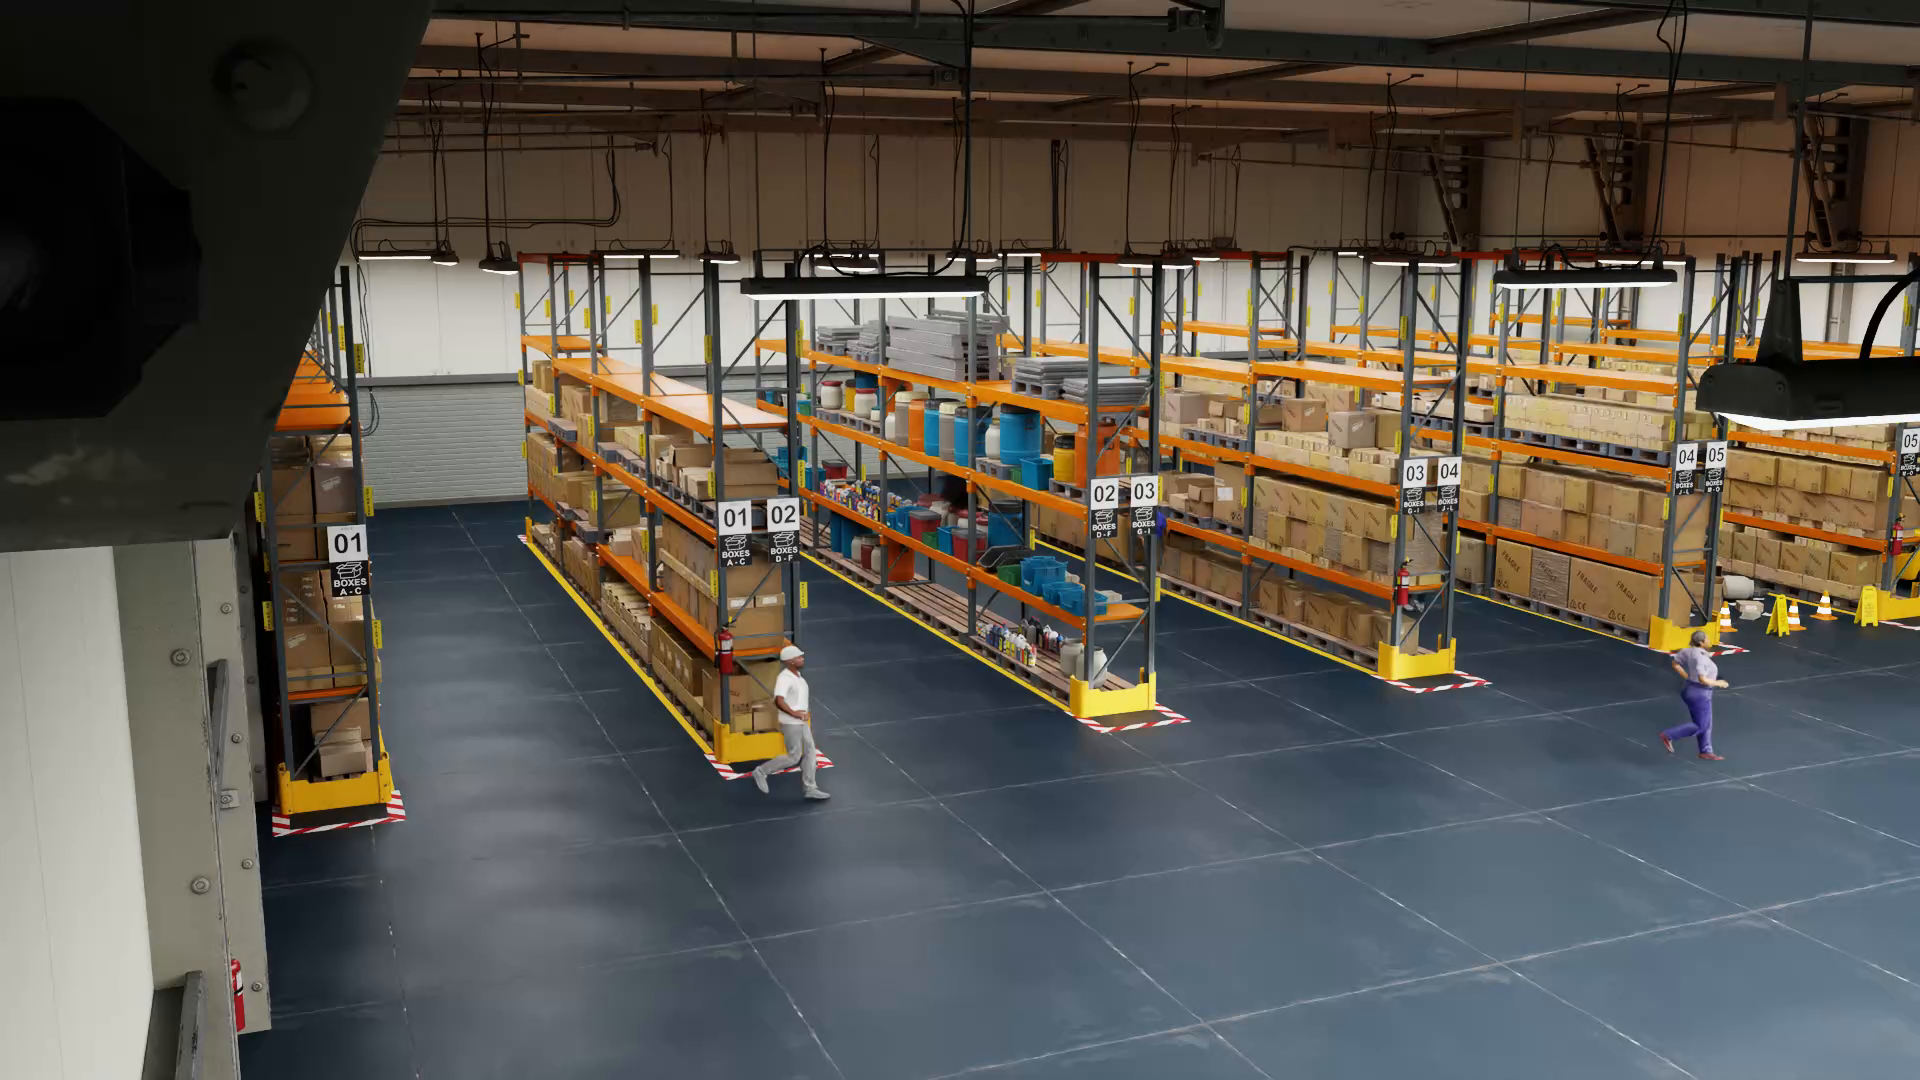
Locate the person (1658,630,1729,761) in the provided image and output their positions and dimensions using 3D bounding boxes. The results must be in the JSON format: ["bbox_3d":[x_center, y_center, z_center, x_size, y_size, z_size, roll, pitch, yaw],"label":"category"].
[{"bbox_3d":[8.910,1.897,20.179,0.849,1.639,0.607,0,10,2],"label":"person"}]

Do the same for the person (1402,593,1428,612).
[{"bbox_3d":[7.785,0.455,28.165,0.545,1.578,0.629,-5,12,-27],"label":"person"}]

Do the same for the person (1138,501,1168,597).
[{"bbox_3d":[3.285,0.121,28.268,0.587,1.650,0.808,-5,11,-25],"label":"person"}]

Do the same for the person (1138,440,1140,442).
[{"bbox_3d":[4.046,-1.507,38.633,0.534,1.675,0.972,-4,11,-21],"label":"person"}]

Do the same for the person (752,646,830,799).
[{"bbox_3d":[-1.899,2.065,18.979,0.894,1.730,0.767,1,10,7],"label":"person"}]
